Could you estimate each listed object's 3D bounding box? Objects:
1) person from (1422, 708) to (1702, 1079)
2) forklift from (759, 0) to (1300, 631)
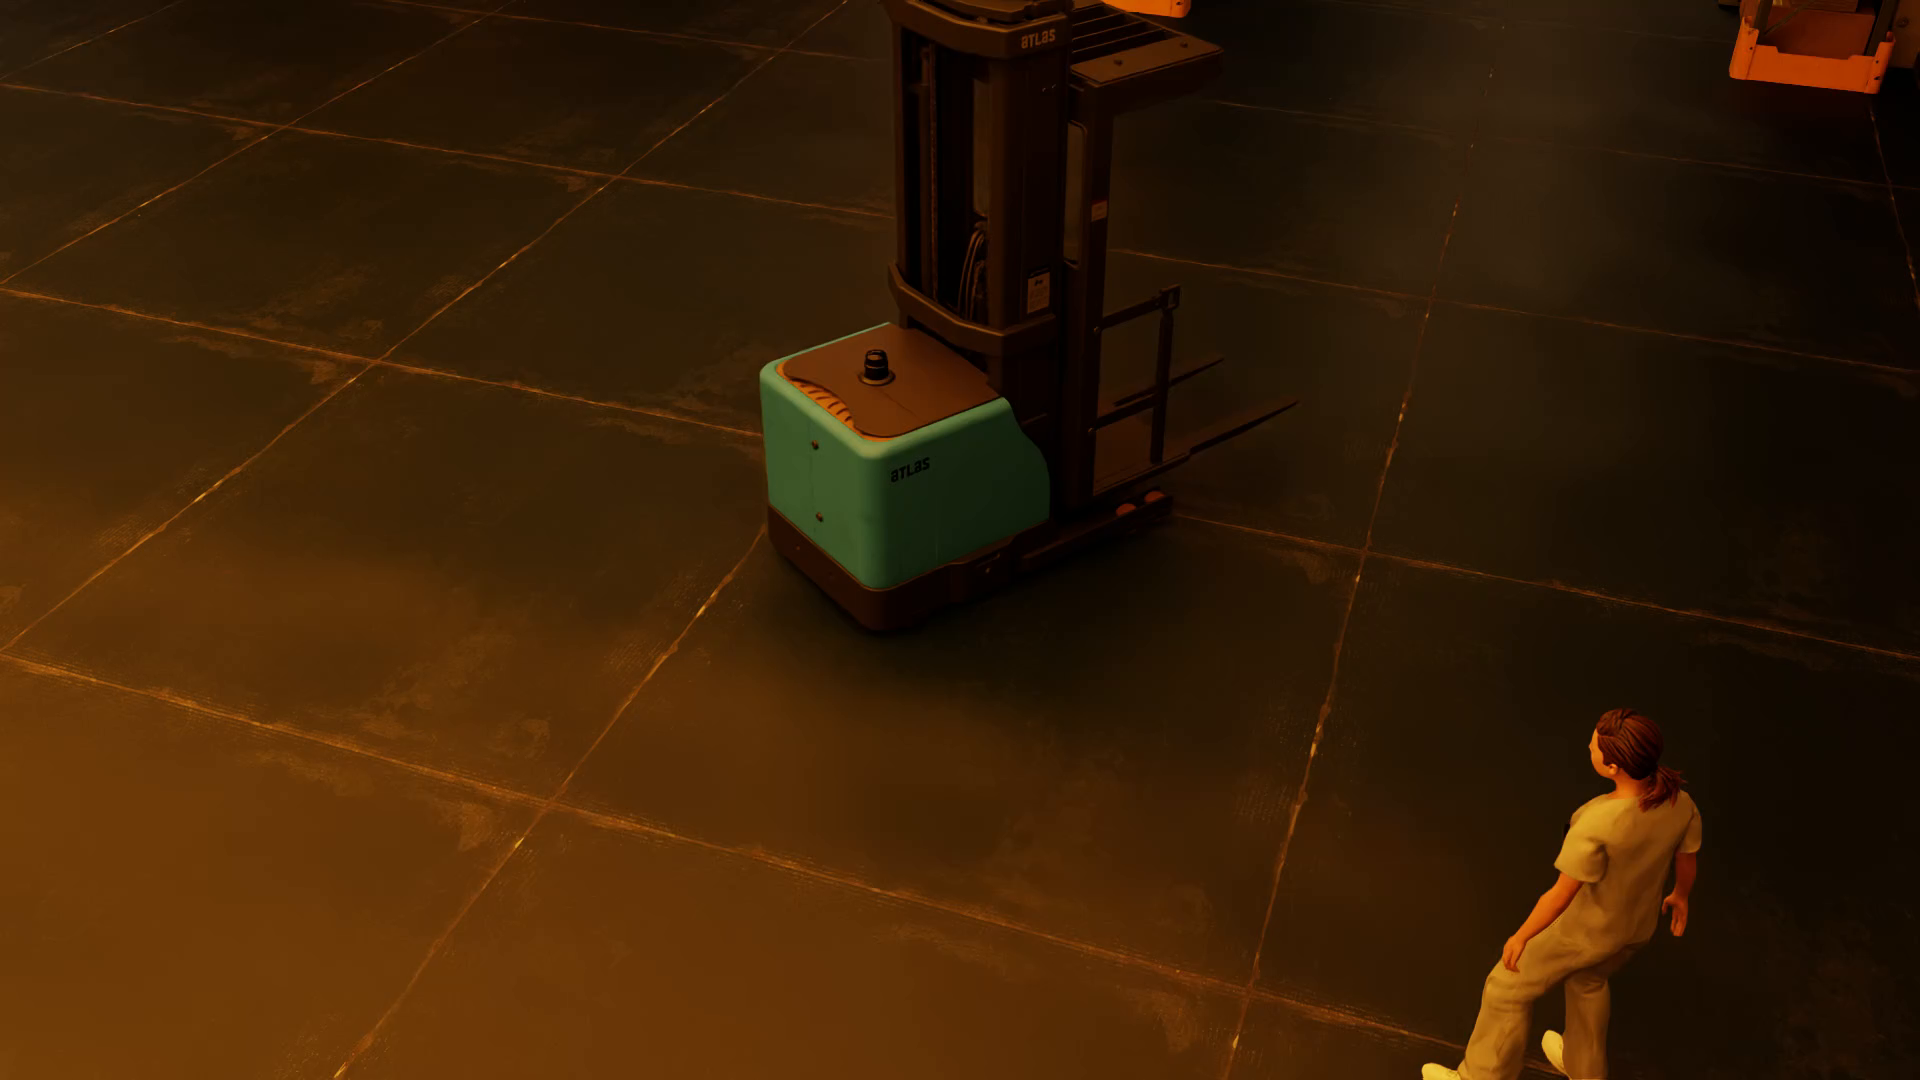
[{"bbox_3d":[2.052,1.250,5.464,0.758,1.647,0.367,-15,38,-20],"label":"person"},{"bbox_3d":[0.504,-1.443,8.147,3.031,2.935,1.130,-23,41,-29],"label":"forklift"}]
